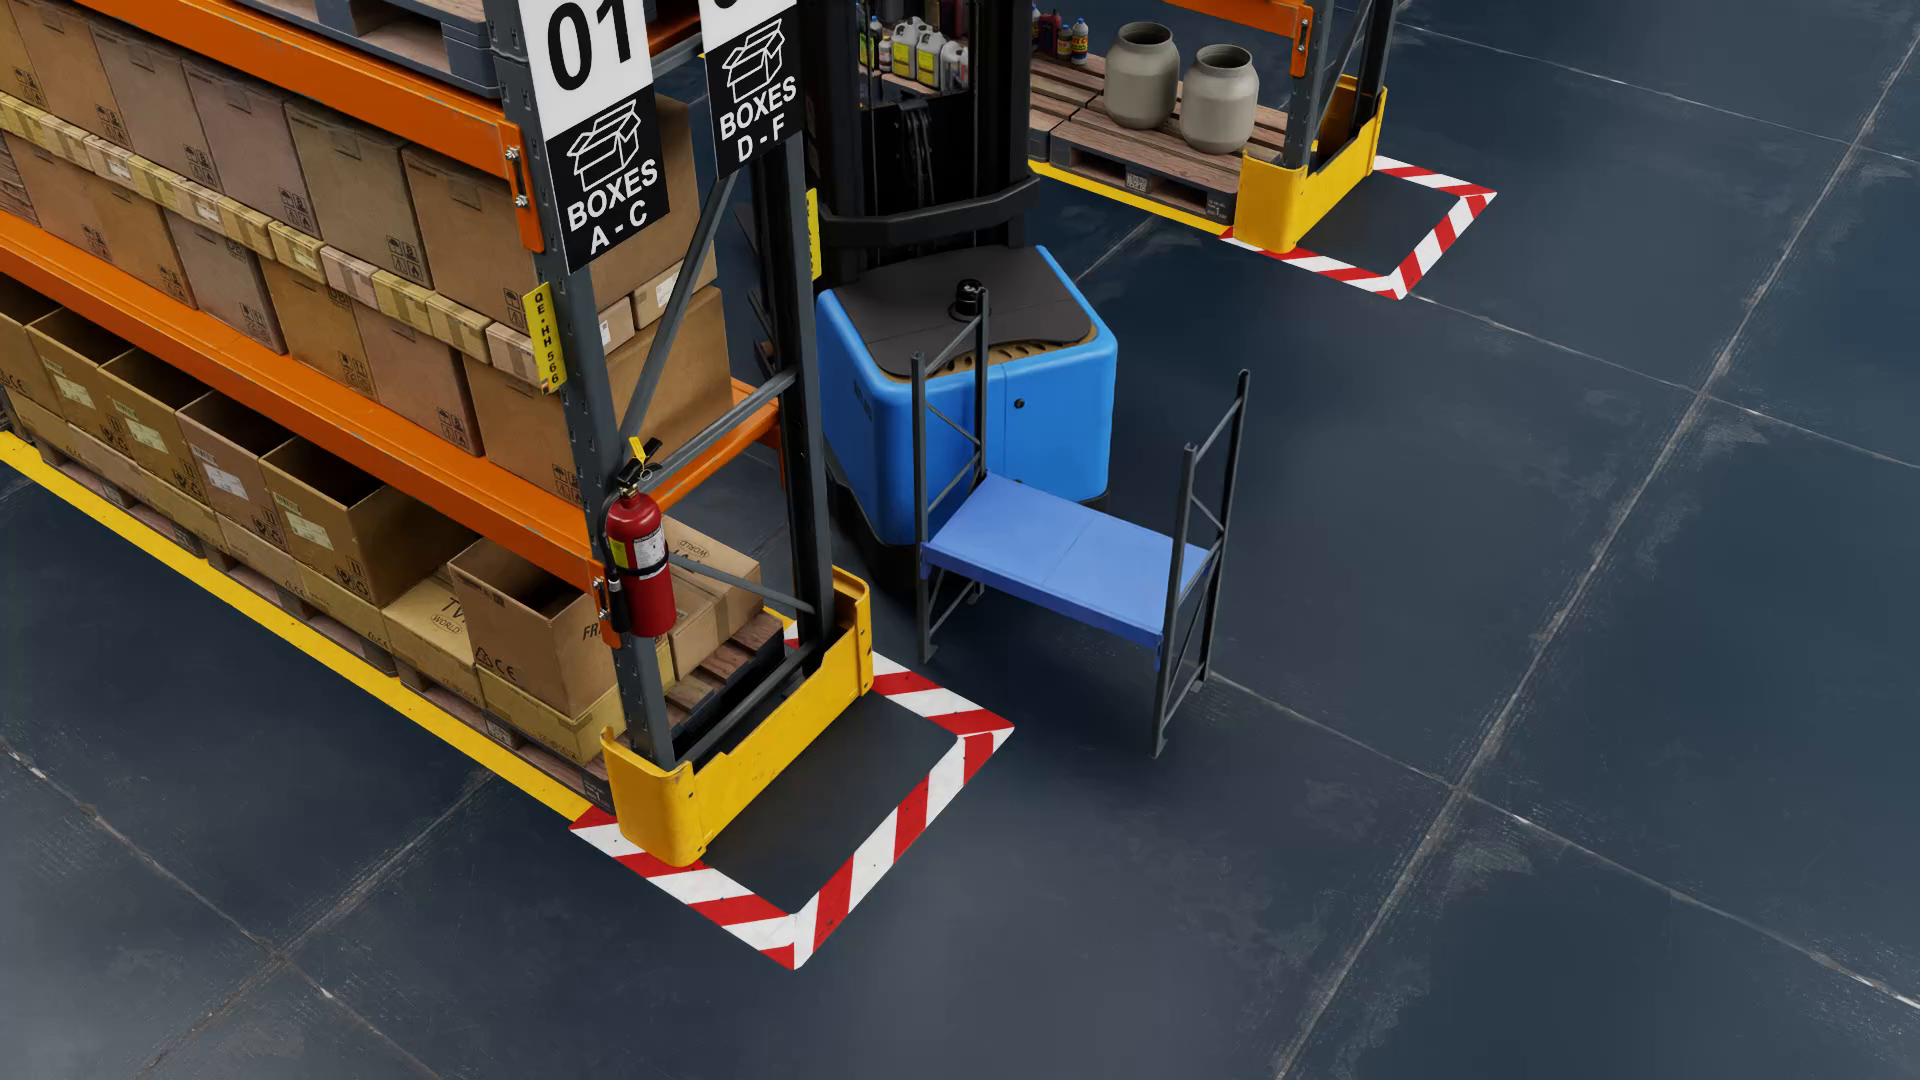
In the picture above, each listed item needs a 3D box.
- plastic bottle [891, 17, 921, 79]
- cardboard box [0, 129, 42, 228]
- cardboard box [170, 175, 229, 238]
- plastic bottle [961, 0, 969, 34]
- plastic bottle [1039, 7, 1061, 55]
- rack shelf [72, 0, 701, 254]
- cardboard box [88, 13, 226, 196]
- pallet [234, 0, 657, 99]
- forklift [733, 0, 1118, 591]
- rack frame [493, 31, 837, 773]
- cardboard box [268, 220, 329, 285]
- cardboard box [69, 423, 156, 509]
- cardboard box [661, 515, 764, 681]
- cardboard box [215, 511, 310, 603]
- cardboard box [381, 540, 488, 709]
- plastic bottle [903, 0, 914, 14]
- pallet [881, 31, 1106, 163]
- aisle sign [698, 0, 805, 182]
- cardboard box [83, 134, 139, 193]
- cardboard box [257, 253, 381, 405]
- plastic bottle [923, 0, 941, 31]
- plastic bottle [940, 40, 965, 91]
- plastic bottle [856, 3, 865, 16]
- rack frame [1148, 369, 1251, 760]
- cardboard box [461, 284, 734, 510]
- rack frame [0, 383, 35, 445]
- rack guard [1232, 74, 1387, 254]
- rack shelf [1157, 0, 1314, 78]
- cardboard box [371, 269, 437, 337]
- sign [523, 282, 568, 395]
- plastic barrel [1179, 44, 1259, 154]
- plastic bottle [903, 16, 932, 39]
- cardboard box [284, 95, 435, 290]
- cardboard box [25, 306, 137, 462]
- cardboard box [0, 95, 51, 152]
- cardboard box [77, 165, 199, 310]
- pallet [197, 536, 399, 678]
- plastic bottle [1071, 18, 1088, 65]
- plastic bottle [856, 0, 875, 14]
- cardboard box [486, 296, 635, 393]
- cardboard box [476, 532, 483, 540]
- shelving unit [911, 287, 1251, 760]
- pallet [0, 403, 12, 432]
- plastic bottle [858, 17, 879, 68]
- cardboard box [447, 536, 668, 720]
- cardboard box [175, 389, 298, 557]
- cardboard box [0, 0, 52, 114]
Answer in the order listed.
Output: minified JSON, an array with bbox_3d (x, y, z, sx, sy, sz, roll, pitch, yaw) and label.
[{"bbox_3d":[-0.316,-2.964,9.970,0.185,0.351,0.144,25,47,25],"label":"plastic bottle"},{"bbox_3d":[-3.722,-1.726,6.854,0.500,0.500,0.700,24,47,24],"label":"cardboard box"},{"bbox_3d":[-2.507,-1.238,5.822,0.250,0.149,0.380,24,47,25],"label":"cardboard box"},{"bbox_3d":[0.004,-3.356,10.464,0.135,0.276,0.152,26,48,26],"label":"plastic bottle"},{"bbox_3d":[0.553,-3.139,10.216,0.133,0.283,0.061,26,48,26],"label":"plastic bottle"},{"bbox_3d":[-2.451,-1.939,5.458,4.000,0.370,1.077,25,48,25],"label":"rack shelf"},{"bbox_3d":[-2.489,-1.633,5.778,0.500,0.500,0.700,25,48,25],"label":"cardboard box"},{"bbox_3d":[-1.378,-1.693,4.710,1.213,0.211,1.003,25,48,25],"label":"pallet"},{"bbox_3d":[-0.362,-1.873,7.145,1.130,2.935,3.031,-14,44,-15],"label":"forklift"},{"bbox_3d":[-0.814,-0.324,5.362,0.127,3.000,1.000,25,48,25],"label":"rack frame"},{"bbox_3d":[-2.080,-1.040,5.601,0.250,0.149,0.380,27,48,27],"label":"cardboard box"},{"bbox_3d":[-3.476,-0.450,7.250,0.500,0.250,0.500,25,48,25],"label":"cardboard box"},{"bbox_3d":[-1.125,0.218,6.504,0.500,0.250,0.500,25,48,25],"label":"cardboard box"},{"bbox_3d":[-2.657,-0.067,6.823,0.500,0.250,0.500,25,48,25],"label":"cardboard box"},{"bbox_3d":[-1.839,0.316,6.395,0.500,0.250,0.500,25,48,25],"label":"cardboard box"},{"bbox_3d":[-0.391,-3.572,10.649,0.185,0.351,0.144,23,47,23],"label":"plastic bottle"},{"bbox_3d":[0.288,-2.772,10.190,1.213,0.211,1.003,25,48,25],"label":"pallet"},{"bbox_3d":[-0.584,-1.434,4.654,0.004,0.787,0.394,25,48,25],"label":"aisle sign"},{"bbox_3d":[-2.922,-1.434,6.042,0.250,0.149,0.380,24,47,24],"label":"cardboard box"},{"bbox_3d":[-2.024,-0.938,5.974,0.500,0.500,0.700,25,48,26],"label":"cardboard box"},{"bbox_3d":[-0.165,-3.357,10.460,0.133,0.283,0.061,25,48,25],"label":"plastic bottle"},{"bbox_3d":[-0.026,-2.804,9.847,0.135,0.276,0.152,24,47,24],"label":"plastic bottle"},{"bbox_3d":[-0.631,-3.180,10.270,0.097,0.271,0.097,0,42,0],"label":"plastic bottle"},{"bbox_3d":[0.852,0.127,5.983,0.032,1.500,0.500,21,46,22],"label":"rack frame"},{"bbox_3d":[-1.188,-0.547,5.536,0.500,0.500,0.700,25,48,25],"label":"cardboard box"},{"bbox_3d":[-4.088,-1.855,7.074,0.127,3.000,1.000,25,48,25],"label":"rack frame"},{"bbox_3d":[1.944,-2.098,9.220,0.348,0.500,1.175,25,48,25],"label":"rack guard"},{"bbox_3d":[0.396,-3.524,9.478,4.000,0.370,1.077,25,48,25],"label":"rack shelf"},{"bbox_3d":[-1.660,-0.842,5.380,0.250,0.149,0.380,24,47,25],"label":"cardboard box"},{"bbox_3d":[-1.136,-0.552,4.572,0.005,0.325,0.100,25,48,25],"label":"sign"},{"bbox_3d":[1.451,-2.466,9.307,0.421,0.512,0.421,0,42,0],"label":"plastic barrel"},{"bbox_3d":[-0.252,-3.027,10.096,0.135,0.276,0.152,25,48,25],"label":"plastic bottle"},{"bbox_3d":[-1.665,-1.249,5.348,0.500,0.500,0.700,24,47,24],"label":"cardboard box"},{"bbox_3d":[-3.475,-0.731,7.002,0.500,0.500,0.500,25,48,25],"label":"cardboard box"},{"bbox_3d":[-3.346,-1.632,6.263,0.250,0.149,0.380,25,47,25],"label":"cardboard box"},{"bbox_3d":[-2.877,-1.333,6.416,0.500,0.500,0.700,26,48,26],"label":"cardboard box"},{"bbox_3d":[-2.458,-0.022,7.116,1.213,0.211,1.003,25,48,25],"label":"pallet"},{"bbox_3d":[0.728,-3.038,10.112,0.097,0.271,0.097,0,42,0],"label":"plastic bottle"},{"bbox_3d":[-0.631,-3.567,10.643,0.185,0.351,0.144,25,48,25],"label":"plastic bottle"},{"bbox_3d":[-1.236,-0.645,5.160,0.250,0.149,0.380,24,47,25],"label":"cardboard box"},{"bbox_3d":[-1.945,-0.163,6.930,0.500,0.250,0.500,25,48,25],"label":"cardboard box"},{"bbox_3d":[0.409,-0.040,6.170,1.048,1.500,0.538,21,46,22],"label":"shelving unit"},{"bbox_3d":[-4.714,-1.077,8.295,1.213,0.211,1.003,25,48,25],"label":"pallet"},{"bbox_3d":[-0.553,-3.016,10.078,0.133,0.283,0.061,27,48,27],"label":"plastic bottle"},{"bbox_3d":[-1.423,0.222,5.937,0.500,0.500,0.500,25,48,25],"label":"cardboard box"},{"bbox_3d":[-2.659,-0.345,6.571,0.500,0.500,0.500,25,48,25],"label":"cardboard box"},{"bbox_3d":[-3.307,-2.017,6.206,0.500,0.500,0.700,25,47,25],"label":"cardboard box"}]
